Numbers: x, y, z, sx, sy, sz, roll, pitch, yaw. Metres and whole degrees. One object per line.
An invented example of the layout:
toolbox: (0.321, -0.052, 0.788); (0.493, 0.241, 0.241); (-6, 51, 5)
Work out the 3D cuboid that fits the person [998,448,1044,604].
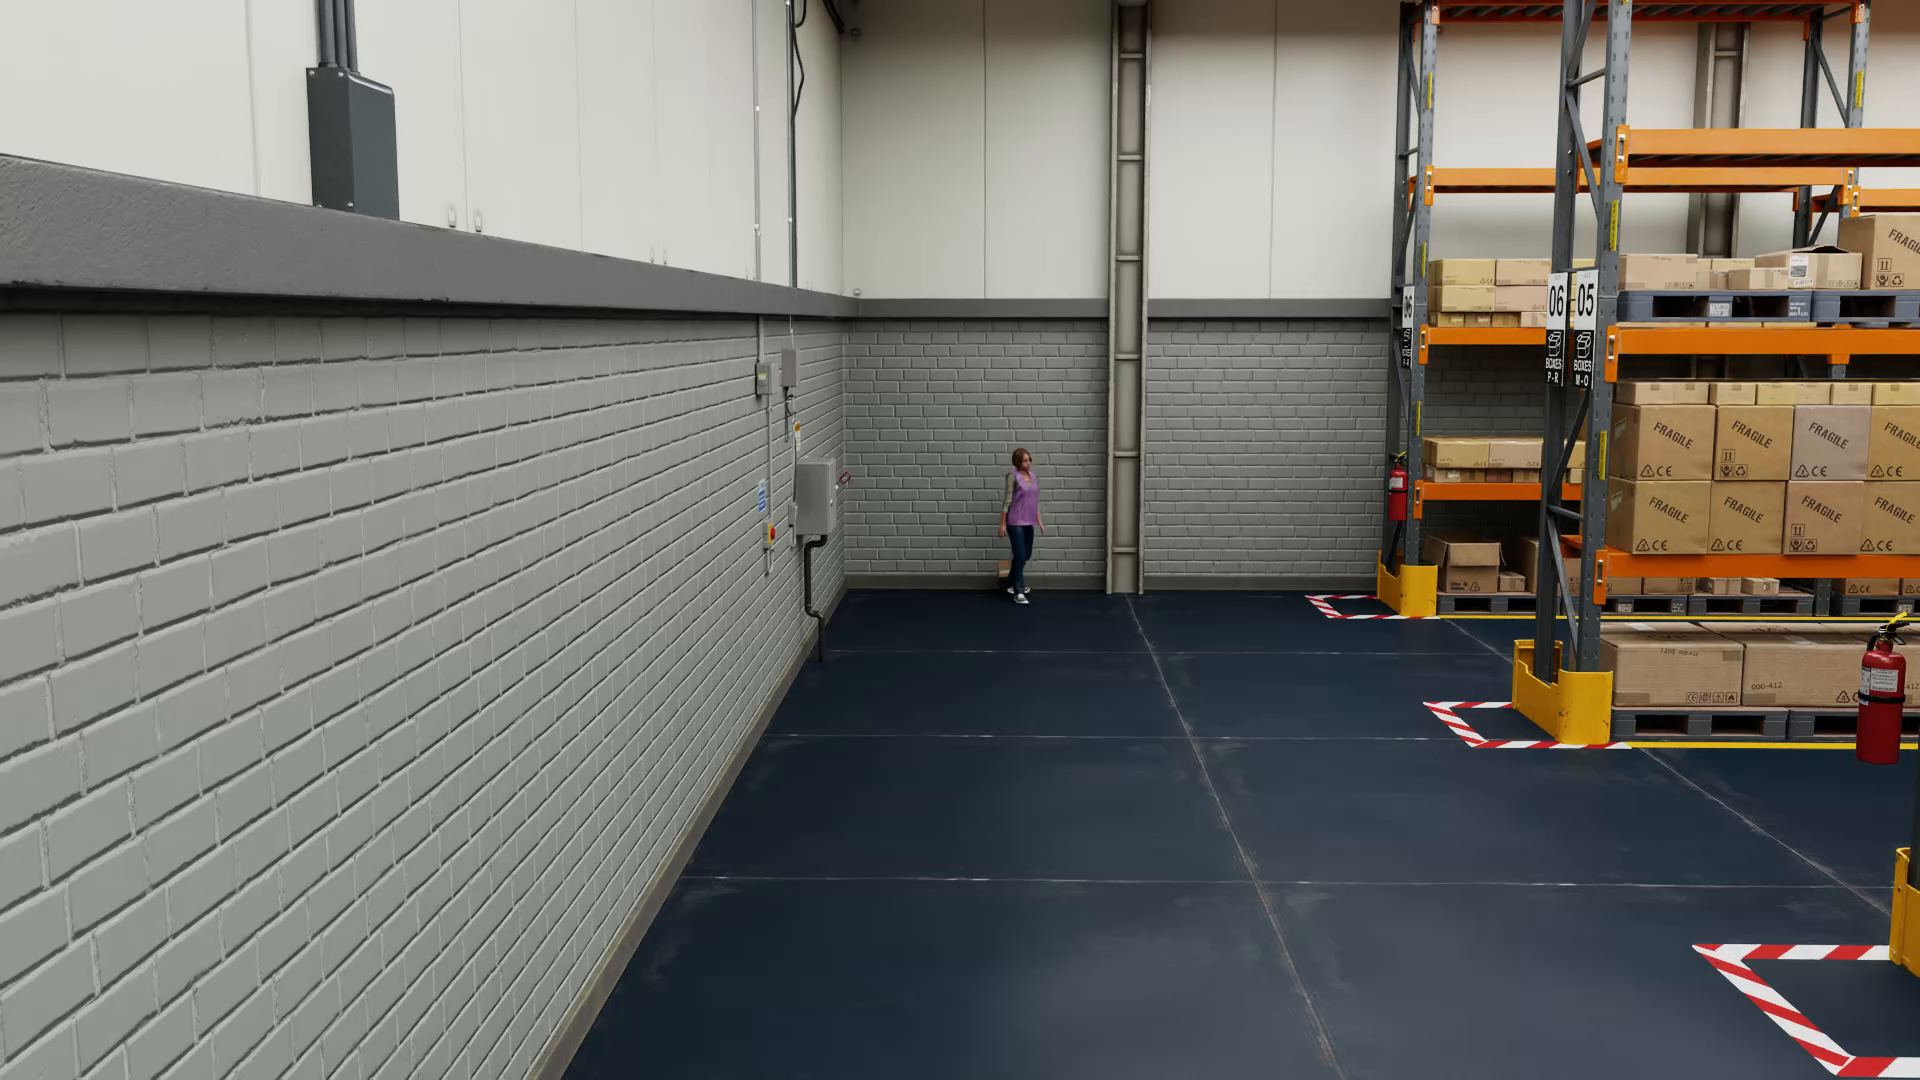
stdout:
person: (0.628, -0.164, 17.081); (0.475, 1.588, 0.598); (6, 10, 38)
